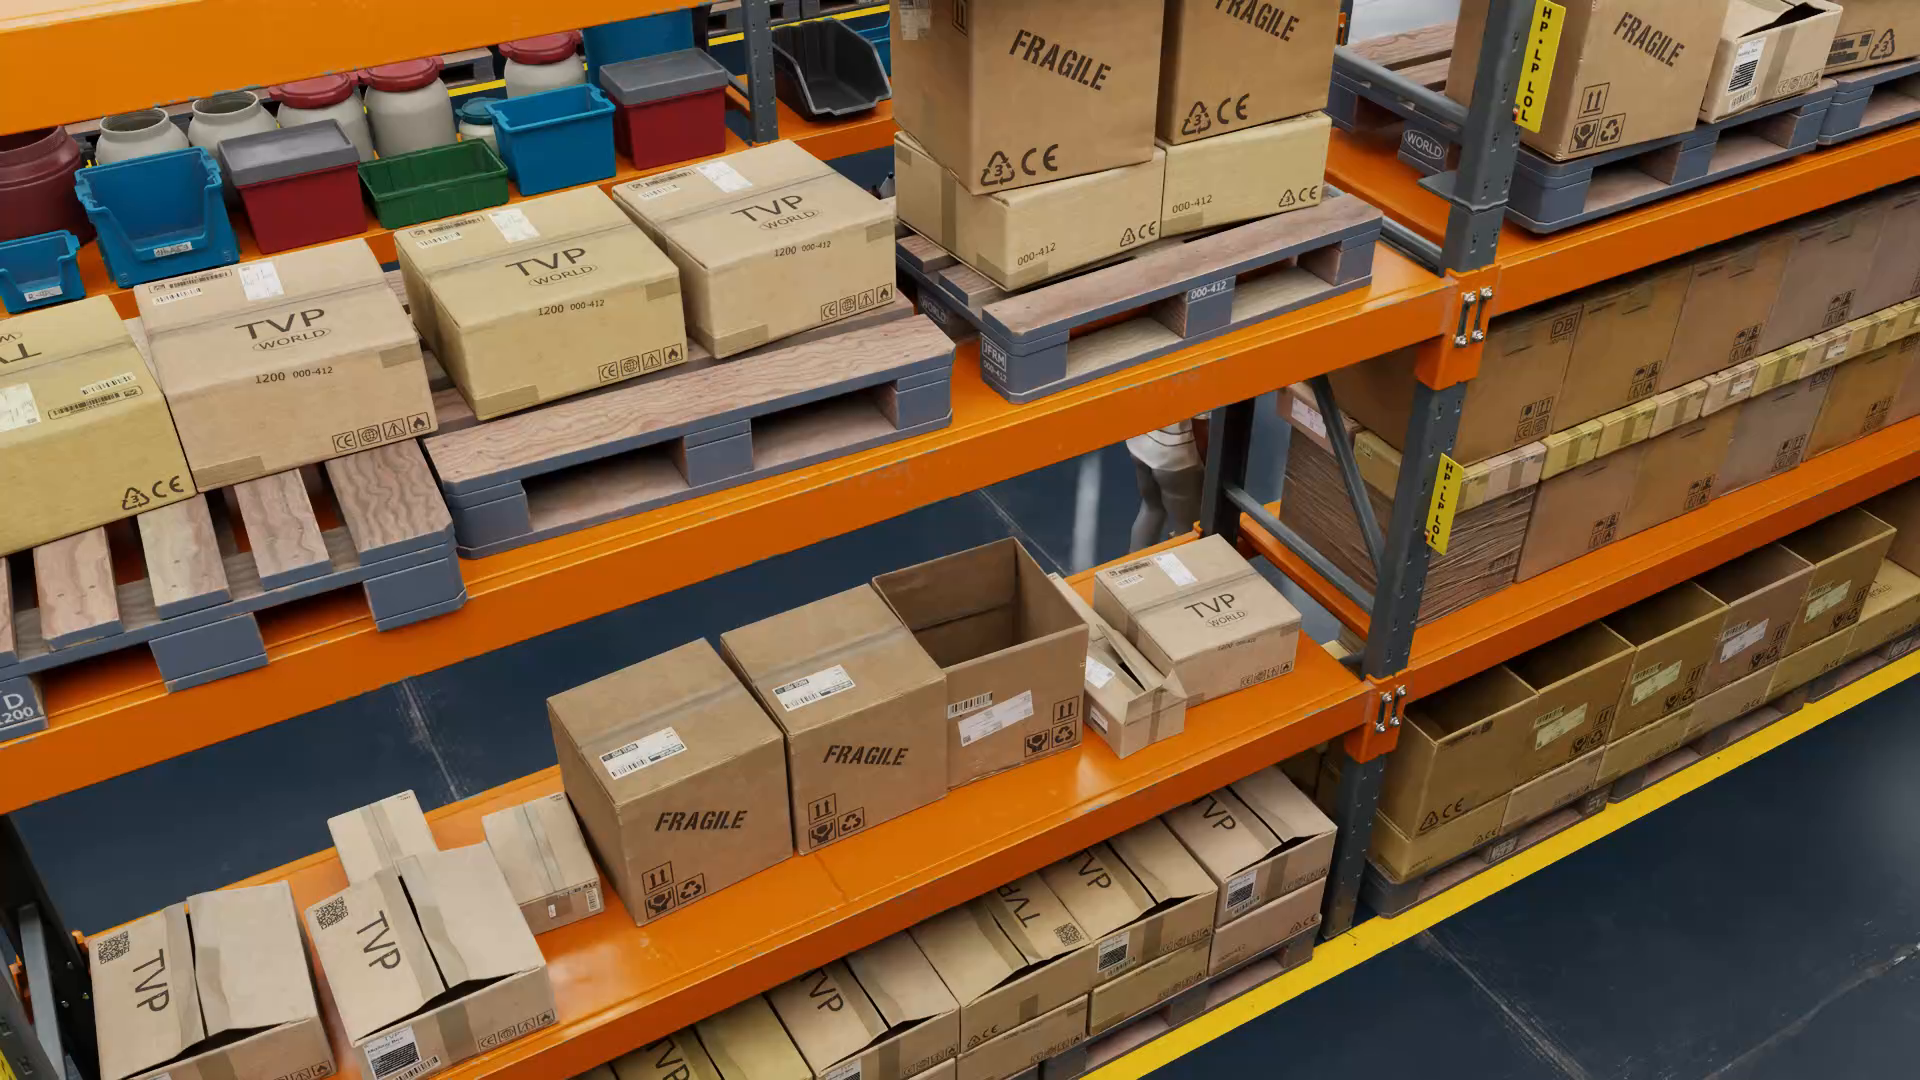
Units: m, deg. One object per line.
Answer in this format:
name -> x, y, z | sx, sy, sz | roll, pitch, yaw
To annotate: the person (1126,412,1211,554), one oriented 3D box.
person -> 0.966, -0.392, 7.443 | 0.391, 1.663, 0.530 | -21, 42, -26
